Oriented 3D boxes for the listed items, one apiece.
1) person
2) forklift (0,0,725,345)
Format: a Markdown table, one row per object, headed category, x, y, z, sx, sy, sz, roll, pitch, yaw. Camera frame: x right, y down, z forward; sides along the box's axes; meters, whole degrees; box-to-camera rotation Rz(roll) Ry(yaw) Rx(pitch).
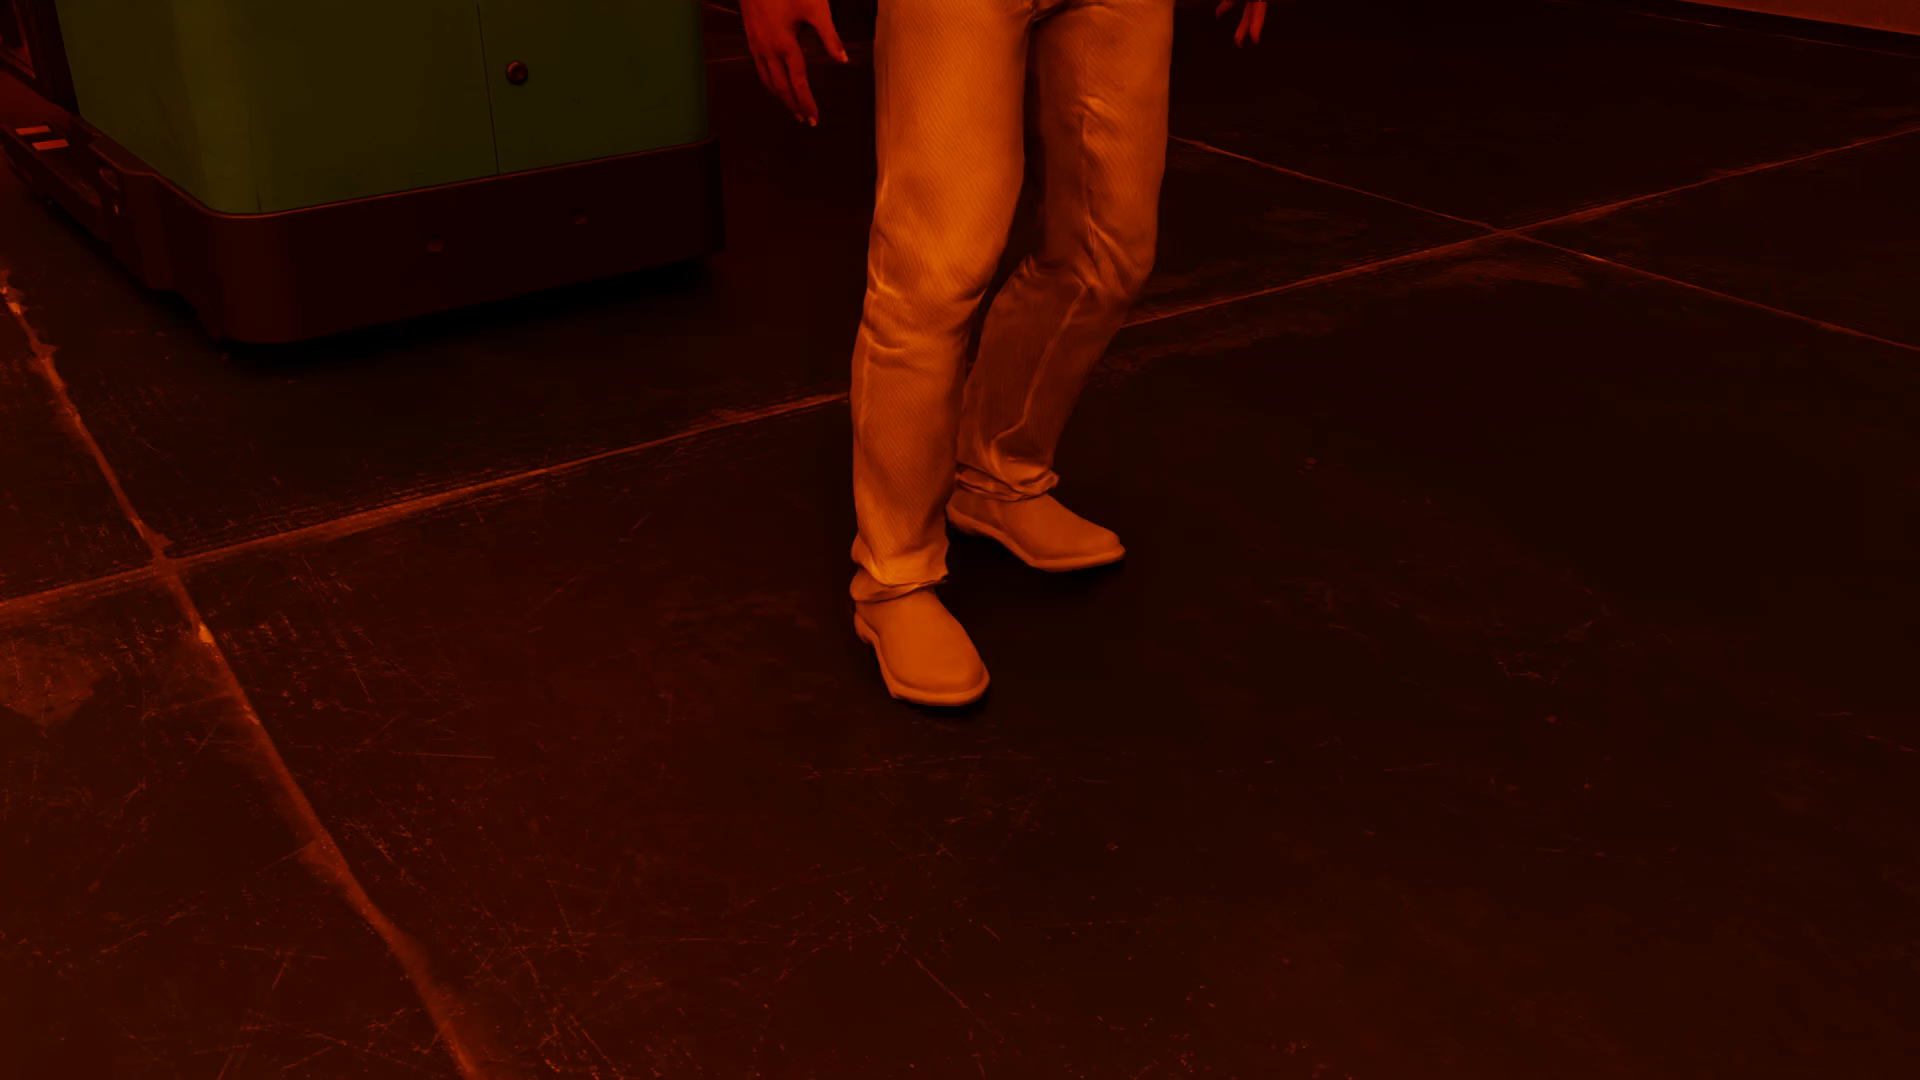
| category | x | y | z | sx | sy | sz | roll | pitch | yaw |
| --- | --- | --- | --- | --- | --- | --- | --- | --- | --- |
| person | 0.075 | -0.719 | 2.017 | 0.724 | 1.740 | 0.581 | -16 | 31 | -29 |
| forklift | -1.813 | -2.265 | 3.746 | 1.130 | 2.935 | 3.031 | -19 | 32 | -33 |
